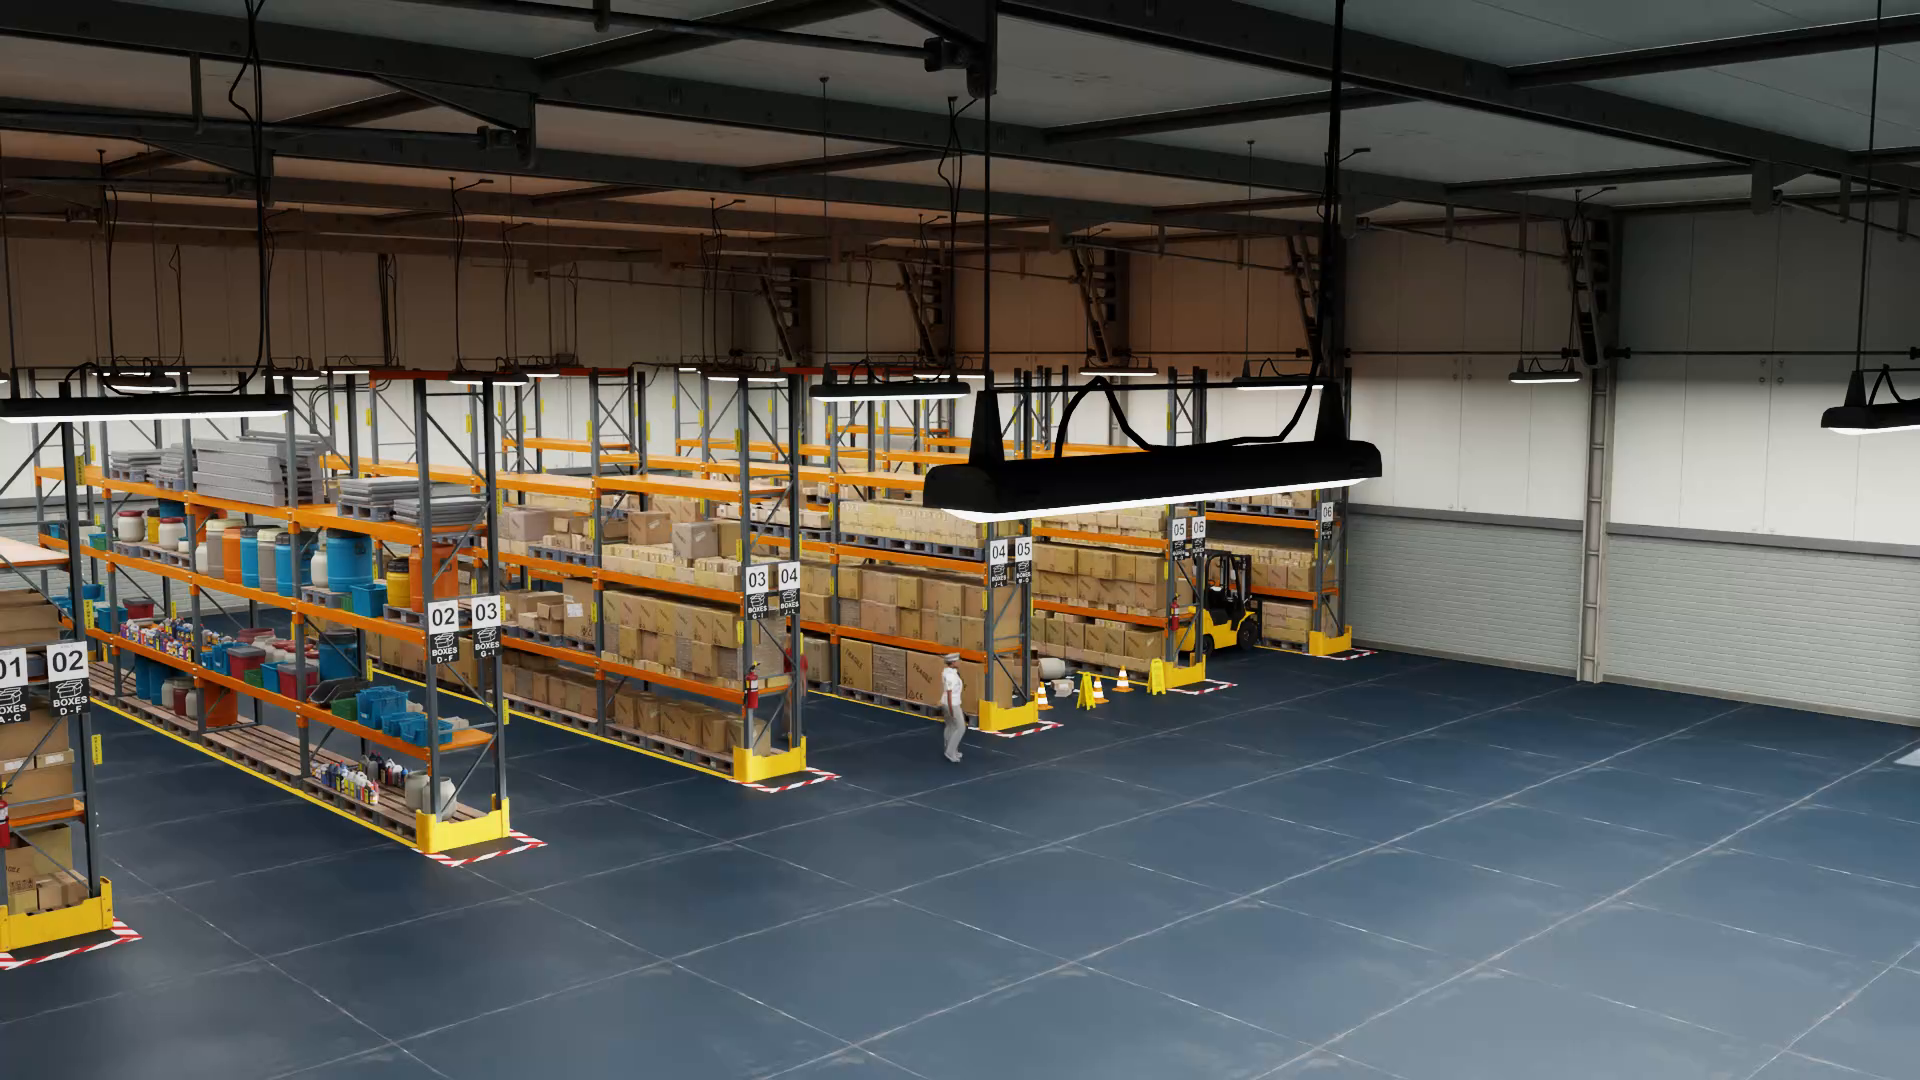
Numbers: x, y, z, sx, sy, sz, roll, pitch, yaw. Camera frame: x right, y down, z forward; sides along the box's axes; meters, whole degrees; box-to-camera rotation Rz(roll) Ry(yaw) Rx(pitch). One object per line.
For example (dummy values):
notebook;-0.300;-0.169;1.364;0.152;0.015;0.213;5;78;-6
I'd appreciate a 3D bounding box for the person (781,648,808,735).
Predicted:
person;-2.710;2.368;27.260;0.378;1.654;0.562;-4;8;-33

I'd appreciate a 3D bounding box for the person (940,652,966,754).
person;-0.117;2.547;25.927;0.366;1.605;0.449;-1;7;-9
